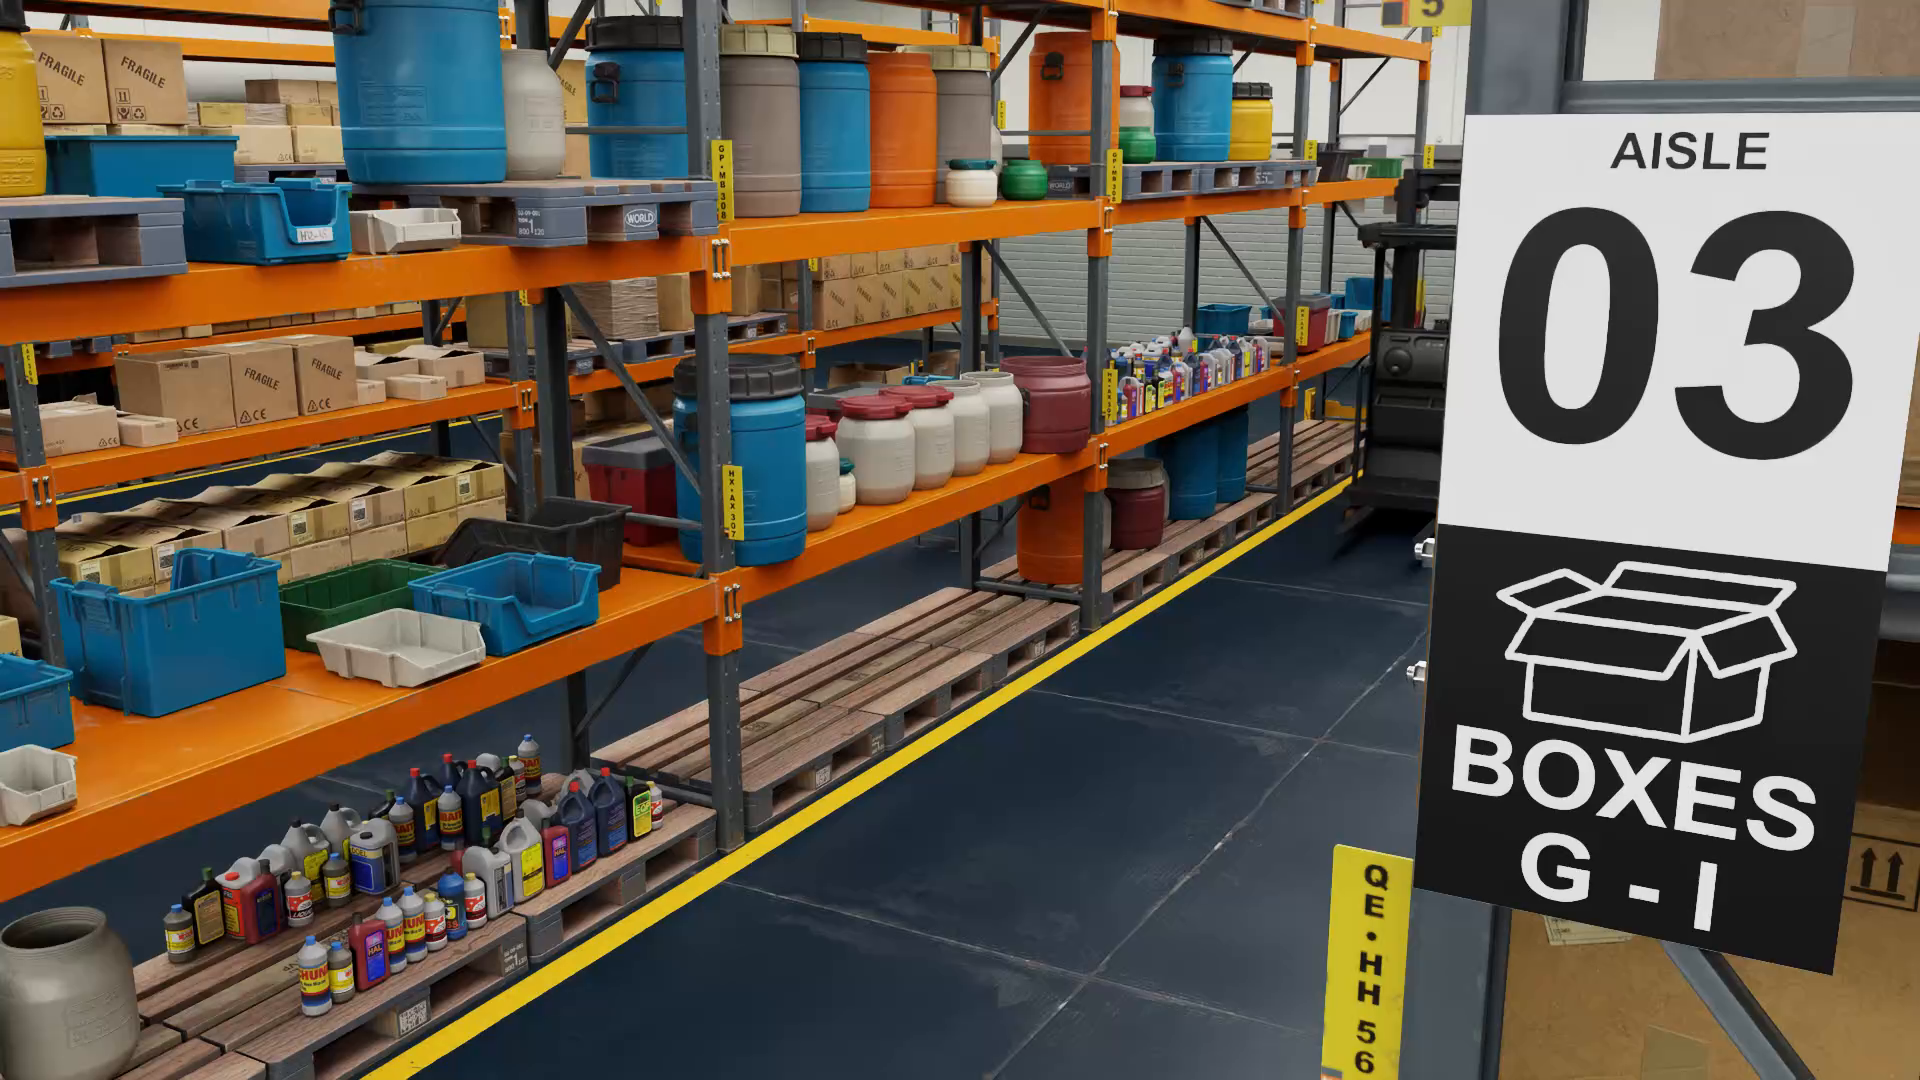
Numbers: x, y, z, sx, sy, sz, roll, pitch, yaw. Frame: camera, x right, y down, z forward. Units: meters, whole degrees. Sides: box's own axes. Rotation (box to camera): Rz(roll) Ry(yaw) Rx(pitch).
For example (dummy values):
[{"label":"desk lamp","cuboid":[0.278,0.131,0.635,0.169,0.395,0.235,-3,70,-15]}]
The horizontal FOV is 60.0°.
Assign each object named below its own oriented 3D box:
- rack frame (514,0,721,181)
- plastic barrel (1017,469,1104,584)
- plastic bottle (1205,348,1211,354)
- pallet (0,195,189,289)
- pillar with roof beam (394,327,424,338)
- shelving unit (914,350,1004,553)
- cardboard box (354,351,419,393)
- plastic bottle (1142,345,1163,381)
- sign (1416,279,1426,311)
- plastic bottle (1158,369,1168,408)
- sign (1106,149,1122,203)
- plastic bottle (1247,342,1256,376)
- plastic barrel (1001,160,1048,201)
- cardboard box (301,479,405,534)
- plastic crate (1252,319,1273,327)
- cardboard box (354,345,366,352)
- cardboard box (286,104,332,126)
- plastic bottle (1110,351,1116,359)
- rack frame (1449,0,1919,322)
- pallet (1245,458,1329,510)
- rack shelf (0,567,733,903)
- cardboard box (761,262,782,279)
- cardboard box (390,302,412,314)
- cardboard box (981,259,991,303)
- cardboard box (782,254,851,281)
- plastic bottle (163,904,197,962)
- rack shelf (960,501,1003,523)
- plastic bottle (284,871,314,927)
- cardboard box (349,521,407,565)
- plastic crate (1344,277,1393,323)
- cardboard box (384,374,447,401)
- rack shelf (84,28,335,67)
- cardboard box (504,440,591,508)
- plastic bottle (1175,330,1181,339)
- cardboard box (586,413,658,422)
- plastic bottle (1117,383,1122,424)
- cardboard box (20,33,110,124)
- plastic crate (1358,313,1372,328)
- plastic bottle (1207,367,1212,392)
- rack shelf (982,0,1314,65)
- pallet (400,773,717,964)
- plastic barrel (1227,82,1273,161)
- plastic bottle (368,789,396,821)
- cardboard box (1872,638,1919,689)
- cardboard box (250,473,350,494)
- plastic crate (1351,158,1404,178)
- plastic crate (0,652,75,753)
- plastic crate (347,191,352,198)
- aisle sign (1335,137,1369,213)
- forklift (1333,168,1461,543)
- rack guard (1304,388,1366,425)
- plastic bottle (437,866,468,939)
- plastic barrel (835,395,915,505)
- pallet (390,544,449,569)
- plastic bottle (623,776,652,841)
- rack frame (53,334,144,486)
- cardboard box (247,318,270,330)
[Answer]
[{"label":"rack frame","cuboid":[-1.460,-3.008,6.811,1.000,3.000,0.127,7,15,28]},{"label":"plastic barrel","cuboid":[0.695,-0.164,11.548,0.600,0.830,0.708,7,15,28]},{"label":"plastic bottle","cuboid":[1.961,-1.385,13.153,0.097,0.271,0.097,0,14,0]},{"label":"pallet","cuboid":[-2.908,-0.796,4.439,1.003,0.211,1.213,7,15,28]},{"label":"pillar with roof beam","cuboid":[-2.915,-5.526,17.254,9.100,9.000,0.400,7,15,28]},{"label":"shelving unit","cuboid":[-0.003,-0.728,13.352,0.431,1.500,0.755,7,15,28]},{"label":"cardboard box","cuboid":[-4.463,-1.270,12.590,0.500,0.311,0.500,7,15,27]},{"label":"plastic bottle","cuboid":[1.536,-1.414,13.263,0.152,0.276,0.135,7,15,28]},{"label":"sign","cuboid":[4.830,-2.574,17.463,0.100,0.325,0.005,7,15,28]},{"label":"plastic bottle","cuboid":[1.446,-1.092,11.939,0.097,0.271,0.097,0,14,0]},{"label":"sign","cuboid":[0.959,-2.259,10.327,0.100,0.325,0.005,7,15,28]},{"label":"plastic bottle","cuboid":[2.323,-1.480,13.539,0.152,0.276,0.135,7,15,28]},{"label":"plastic barrel","cuboid":[0.399,-2.239,10.351,0.294,0.245,0.294,0,14,0]},{"label":"cardboard box","cuboid":[-4.390,-0.269,12.022,0.500,0.311,0.500,7,15,28]},{"label":"plastic crate","cuboid":[2.986,-2.025,15.969,0.293,0.136,0.466,7,15,28]},{"label":"cardboard box","cuboid":[-6.893,-1.684,17.809,0.750,0.750,0.750,8,16,30]},{"label":"cardboard box","cuboid":[-6.999,-4.287,17.362,0.700,0.500,0.500,7,15,27]},{"label":"plastic bottle","cuboid":[1.163,-1.341,12.969,0.097,0.271,0.097,0,14,0]},{"label":"rack frame","cuboid":[0.942,-1.626,1.080,1.000,3.000,0.127,7,15,28]},{"label":"pallet","cuboid":[2.729,-0.533,15.293,1.003,0.211,1.213,7,15,28]},{"label":"rack shelf","cuboid":[-2.427,0.668,5.897,1.077,0.370,4.000,7,15,28]},{"label":"cardboard box","cuboid":[-1.909,-2.963,17.077,0.500,0.500,0.500,7,15,28]},{"label":"cardboard box","cuboid":[-6.282,-2.587,18.359,0.380,0.149,0.250,8,16,29]},{"label":"cardboard box","cuboid":[0.028,-3.042,19.537,0.500,0.500,0.500,8,16,30]},{"label":"cardboard box","cuboid":[-1.453,-2.895,16.793,0.500,0.500,0.500,8,16,29]},{"label":"plastic bottle","cuboid":[-2.890,1.449,6.156,0.097,0.201,0.097,0,14,0]},{"label":"rack shelf","cuboid":[-0.003,-0.411,13.428,0.431,0.370,0.720,7,15,28]},{"label":"plastic bottle","cuboid":[-2.559,1.382,6.433,0.097,0.201,0.097,0,14,0]},{"label":"cardboard box","cuboid":[-4.393,0.003,12.093,0.500,0.250,0.500,8,16,29]},{"label":"plastic crate","cuboid":[4.343,-2.510,17.343,0.616,0.435,0.499,7,15,28]},{"label":"cardboard box","cuboid":[-4.054,-1.137,12.384,0.380,0.149,0.250,7,15,28]},{"label":"rack shelf","cuboid":[-7.232,-4.818,16.704,1.077,0.370,4.000,7,15,28]},{"label":"cardboard box","cuboid":[-3.390,-0.534,13.744,0.500,0.500,0.500,8,16,30]},{"label":"plastic bottle","cuboid":[1.857,-1.650,14.225,0.061,0.283,0.133,7,15,28]},{"label":"cardboard box","cuboid":[-3.115,-0.906,15.287,0.500,0.500,0.500,7,15,26]},{"label":"plastic bottle","cuboid":[1.046,-0.923,11.236,0.097,0.271,0.097,0,14,0]},{"label":"cardboard box","cuboid":[-5.462,-2.730,9.881,0.500,0.500,0.500,8,15,29]},{"label":"plastic crate","cuboid":[3.953,-2.209,16.731,0.396,0.136,0.243,7,15,28]},{"label":"plastic bottle","cuboid":[1.870,-1.239,12.695,0.097,0.201,0.097,0,14,0]},{"label":"rack shelf","cuboid":[1.440,-3.695,12.049,1.077,0.370,4.000,7,15,28]},{"label":"pallet","cuboid":[-1.821,1.397,7.289,1.003,0.211,1.213,7,15,28]},{"label":"plastic barrel","cuboid":[2.144,-3.277,13.028,0.600,0.588,0.600,0,14,0]},{"label":"plastic bottle","cuboid":[-2.421,1.201,7.008,0.061,0.283,0.133,8,16,31]},{"label":"cardboard box","cuboid":[1.228,0.367,2.631,0.500,0.500,0.500,7,15,28]},{"label":"cardboard box","cuboid":[-4.866,-0.327,12.265,0.500,0.311,0.500,7,15,27]},{"label":"plastic crate","cuboid":[4.114,-3.674,16.426,0.450,0.188,0.336,7,15,28]},{"label":"plastic crate","cuboid":[-3.095,0.532,5.244,0.499,0.251,0.408,7,15,28]},{"label":"plastic crate","cuboid":[-2.461,-1.154,5.973,0.336,0.188,0.450,7,15,28]},{"label":"aisle sign","cuboid":[4.116,-3.866,17.623,0.394,0.787,0.004,7,15,28]},{"label":"forklift","cuboid":[3.862,-1.540,13.668,1.130,2.935,3.031,7,15,26]},{"label":"rack guard","cuboid":[4.341,-1.345,18.046,1.175,0.500,0.348,7,15,28]},{"label":"plastic bottle","cuboid":[-1.932,1.372,6.324,0.097,0.271,0.097,0,14,0]},{"label":"plastic barrel","cuboid":[-0.451,-0.480,8.834,0.433,0.535,0.433,0,14,0]},{"label":"pallet","cuboid":[-4.293,0.046,12.894,1.003,0.211,1.213,7,15,28]},{"label":"plastic bottle","cuboid":[-1.404,1.151,7.217,0.061,0.283,0.133,8,16,31]},{"label":"rack frame","cuboid":[-8.199,-2.035,15.574,1.000,3.000,0.127,7,15,28]},{"label":"cardboard box","cuboid":[-7.239,-2.231,16.881,0.380,0.149,0.250,8,16,29]}]
